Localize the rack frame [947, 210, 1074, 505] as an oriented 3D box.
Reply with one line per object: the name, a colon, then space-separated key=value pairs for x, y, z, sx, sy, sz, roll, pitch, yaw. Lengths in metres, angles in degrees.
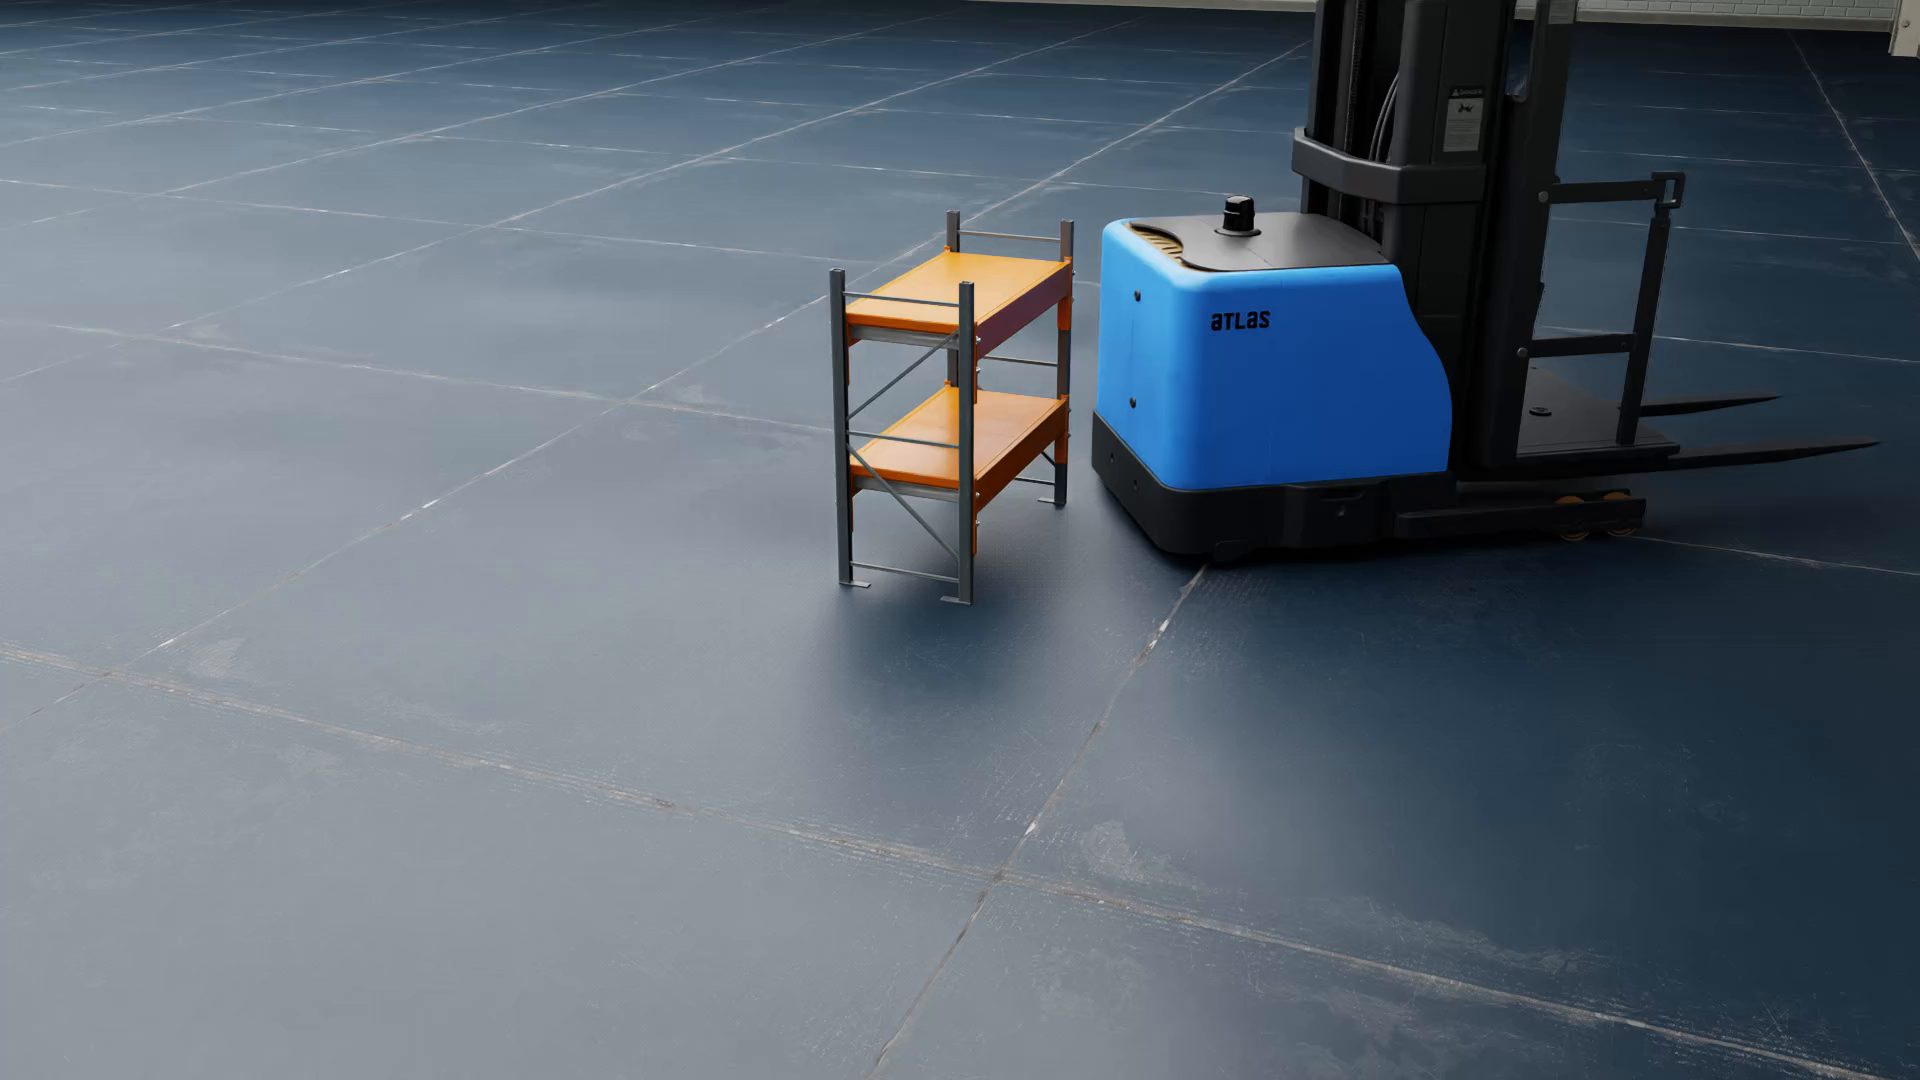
rack frame: x=0.186 y=-0.699 z=6.463 sx=0.500 sy=1.125 sz=0.032 roll=9 pitch=24 yaw=20

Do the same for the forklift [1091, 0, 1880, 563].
forklift: x=2.107 y=-1.543 z=6.141 sx=3.031 sy=2.935 sz=1.130 roll=-5 pitch=23 yaw=-11

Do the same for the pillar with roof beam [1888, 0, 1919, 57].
pillar with roof beam: x=7.784 y=-10.829 z=20.500 sx=9.100 sy=9.000 sz=0.400 roll=9 pitch=24 yaw=20

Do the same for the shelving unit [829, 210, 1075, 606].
shelving unit: x=-0.003 y=-0.517 z=6.027 sx=0.538 sy=1.125 sz=1.048 roll=9 pitch=24 yaw=20

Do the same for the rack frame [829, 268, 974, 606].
rack frame: x=-0.191 y=-0.335 z=5.592 sx=0.500 sy=1.125 sz=0.032 roll=9 pitch=24 yaw=20

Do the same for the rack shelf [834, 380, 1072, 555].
rack shelf: x=-0.003 y=-0.291 z=6.122 sx=0.538 sy=0.278 sz=1.000 roll=9 pitch=24 yaw=20

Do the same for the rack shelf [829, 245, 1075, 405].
rack shelf: x=-0.003 y=-0.787 z=5.915 sx=0.538 sy=0.278 sz=1.000 roll=9 pitch=24 yaw=20
